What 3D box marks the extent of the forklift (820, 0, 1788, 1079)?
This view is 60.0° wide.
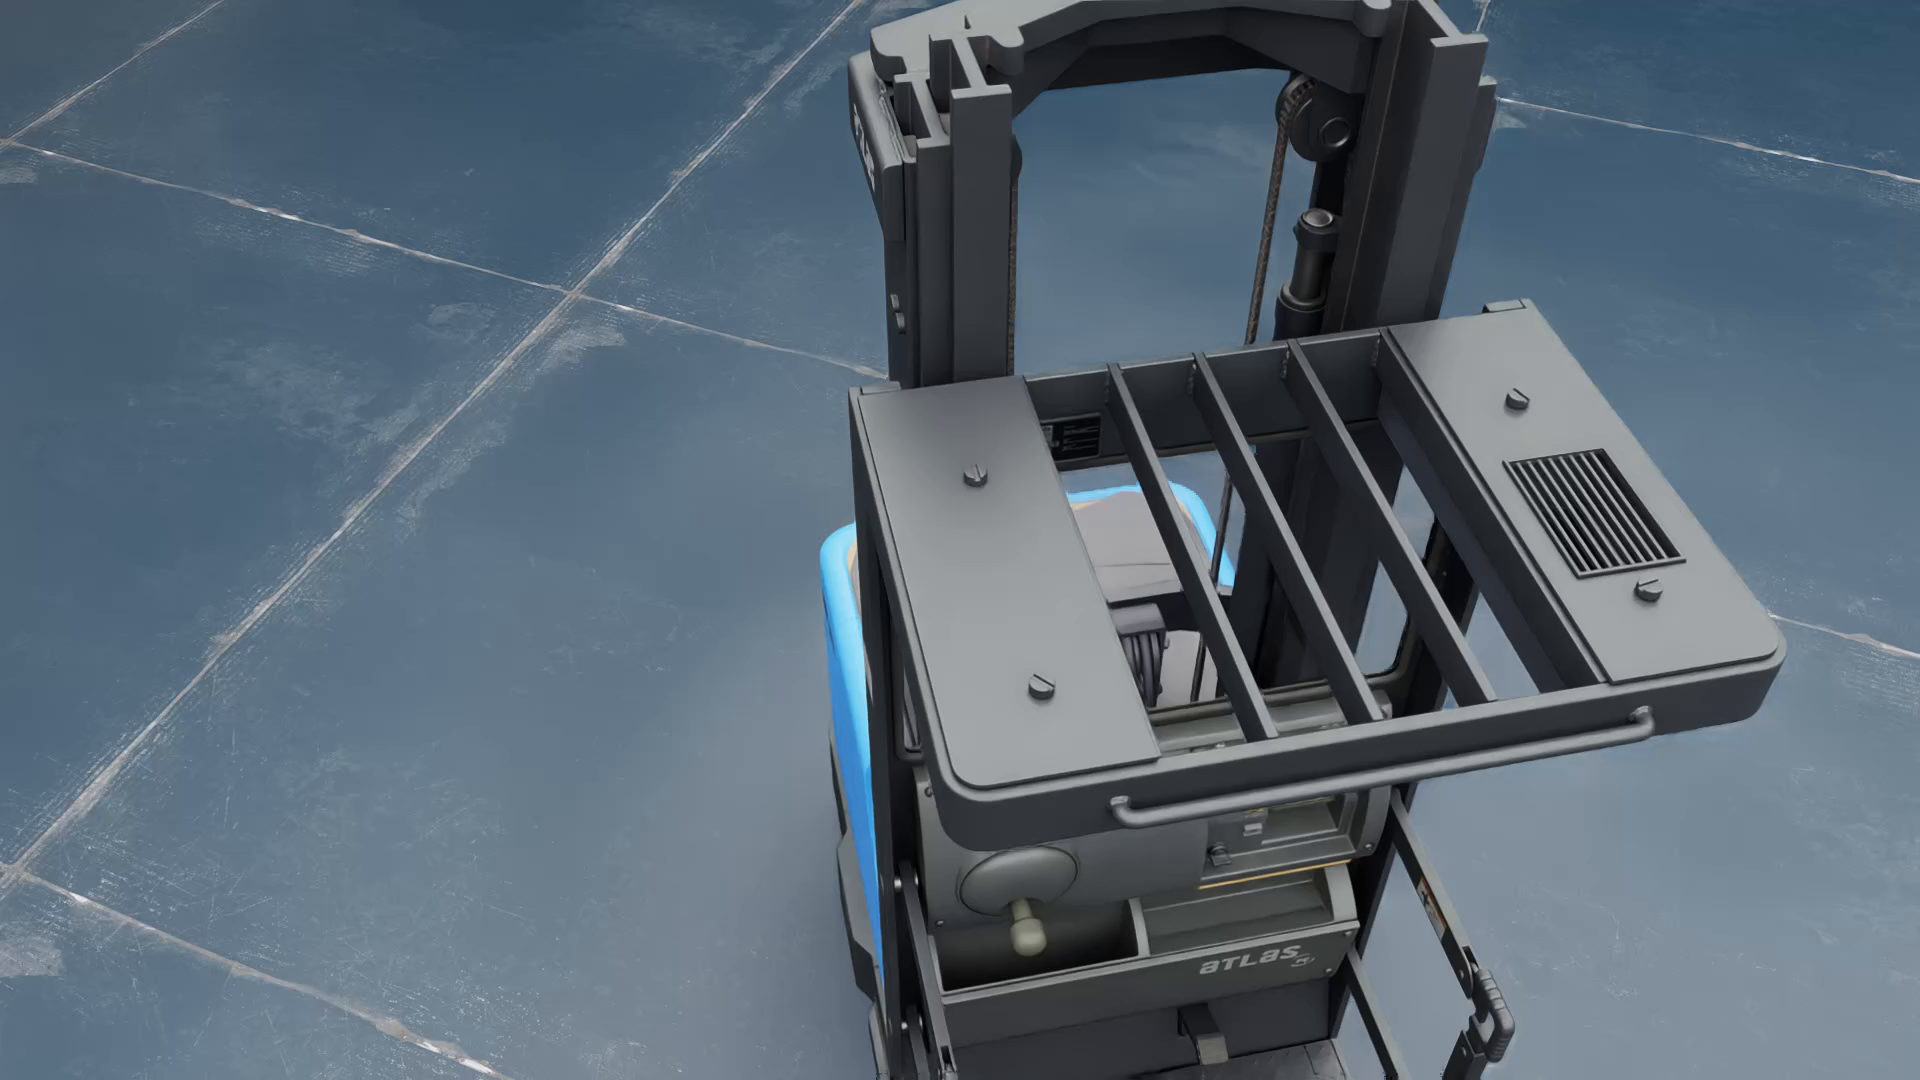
[{"bbox_3d":[0.426,0.637,3.032,1.130,2.935,3.031,-8,45,-8],"label":"forklift"}]
